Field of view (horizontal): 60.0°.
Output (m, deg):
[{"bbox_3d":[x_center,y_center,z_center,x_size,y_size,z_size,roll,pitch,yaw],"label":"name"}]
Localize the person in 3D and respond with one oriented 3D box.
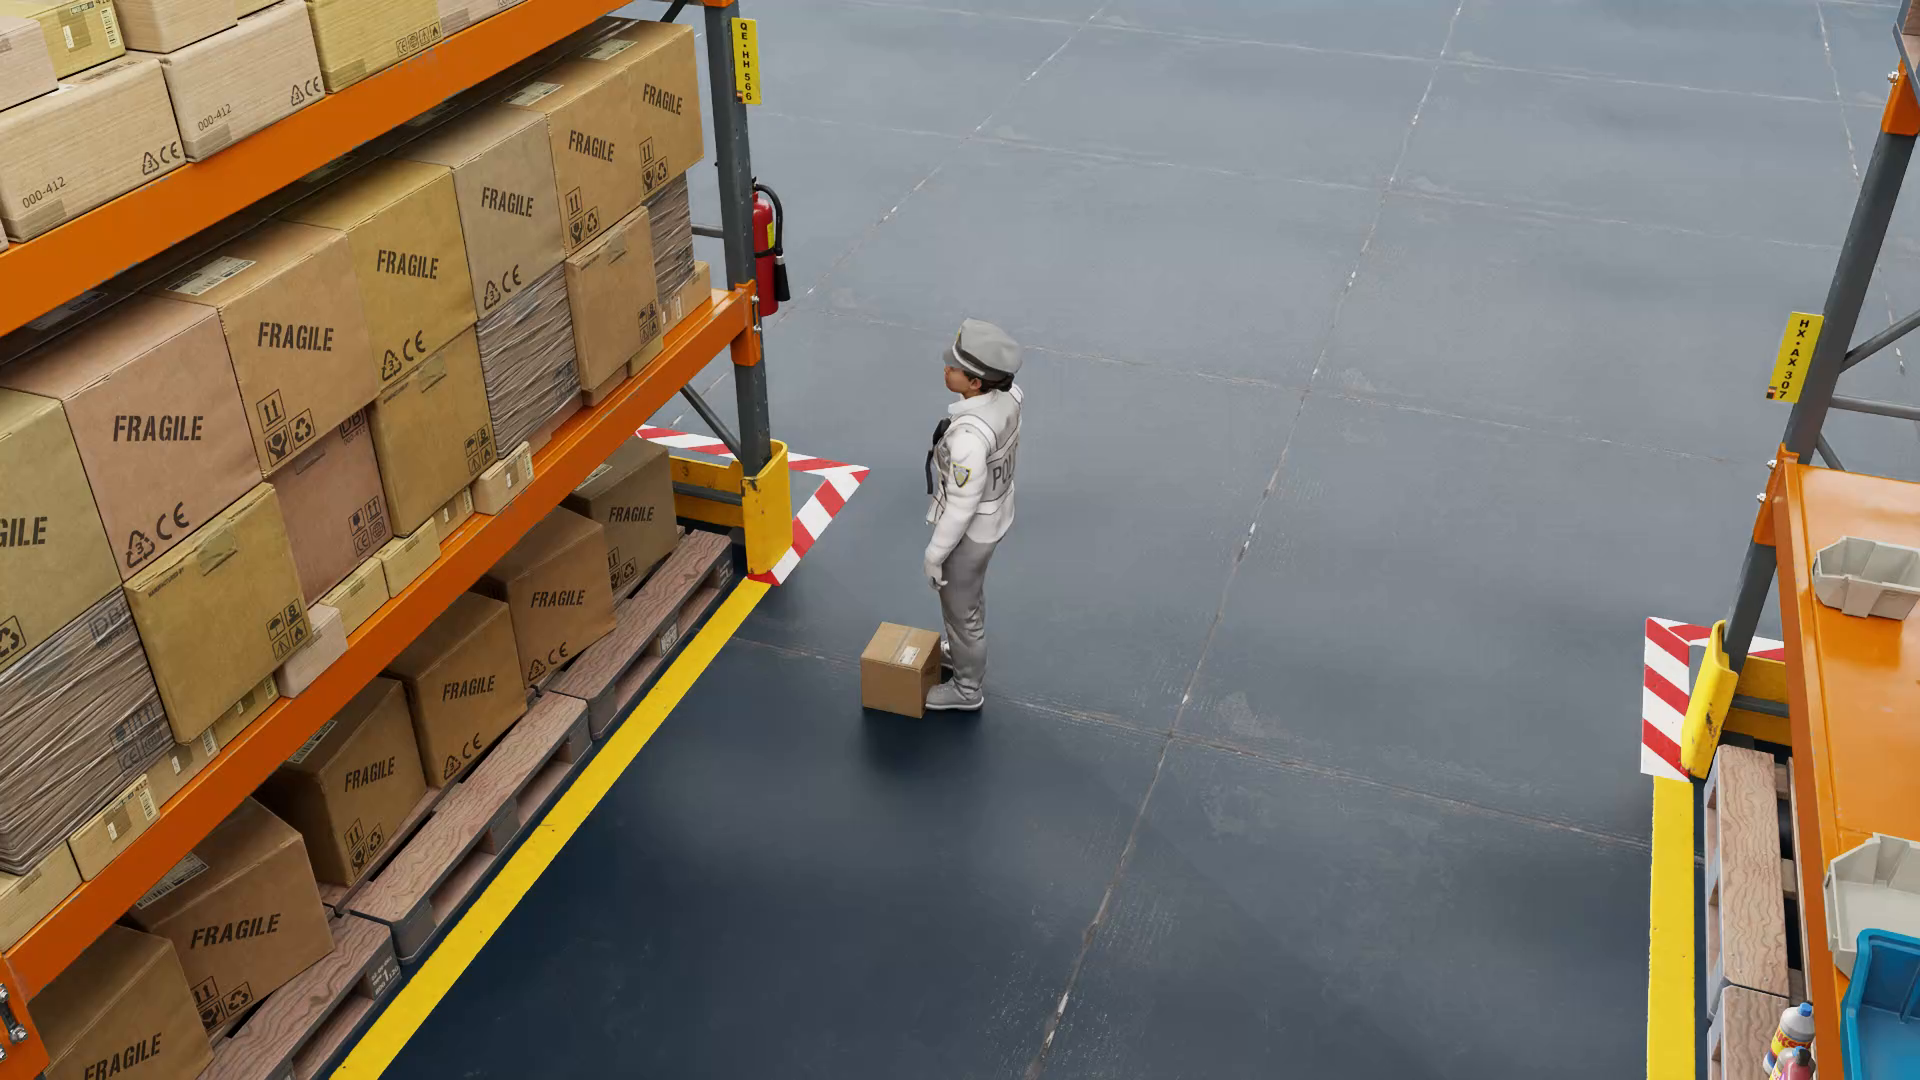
[{"bbox_3d":[-0.030,-0.068,6.197,0.532,1.694,0.586,11,35,16],"label":"person"}]
